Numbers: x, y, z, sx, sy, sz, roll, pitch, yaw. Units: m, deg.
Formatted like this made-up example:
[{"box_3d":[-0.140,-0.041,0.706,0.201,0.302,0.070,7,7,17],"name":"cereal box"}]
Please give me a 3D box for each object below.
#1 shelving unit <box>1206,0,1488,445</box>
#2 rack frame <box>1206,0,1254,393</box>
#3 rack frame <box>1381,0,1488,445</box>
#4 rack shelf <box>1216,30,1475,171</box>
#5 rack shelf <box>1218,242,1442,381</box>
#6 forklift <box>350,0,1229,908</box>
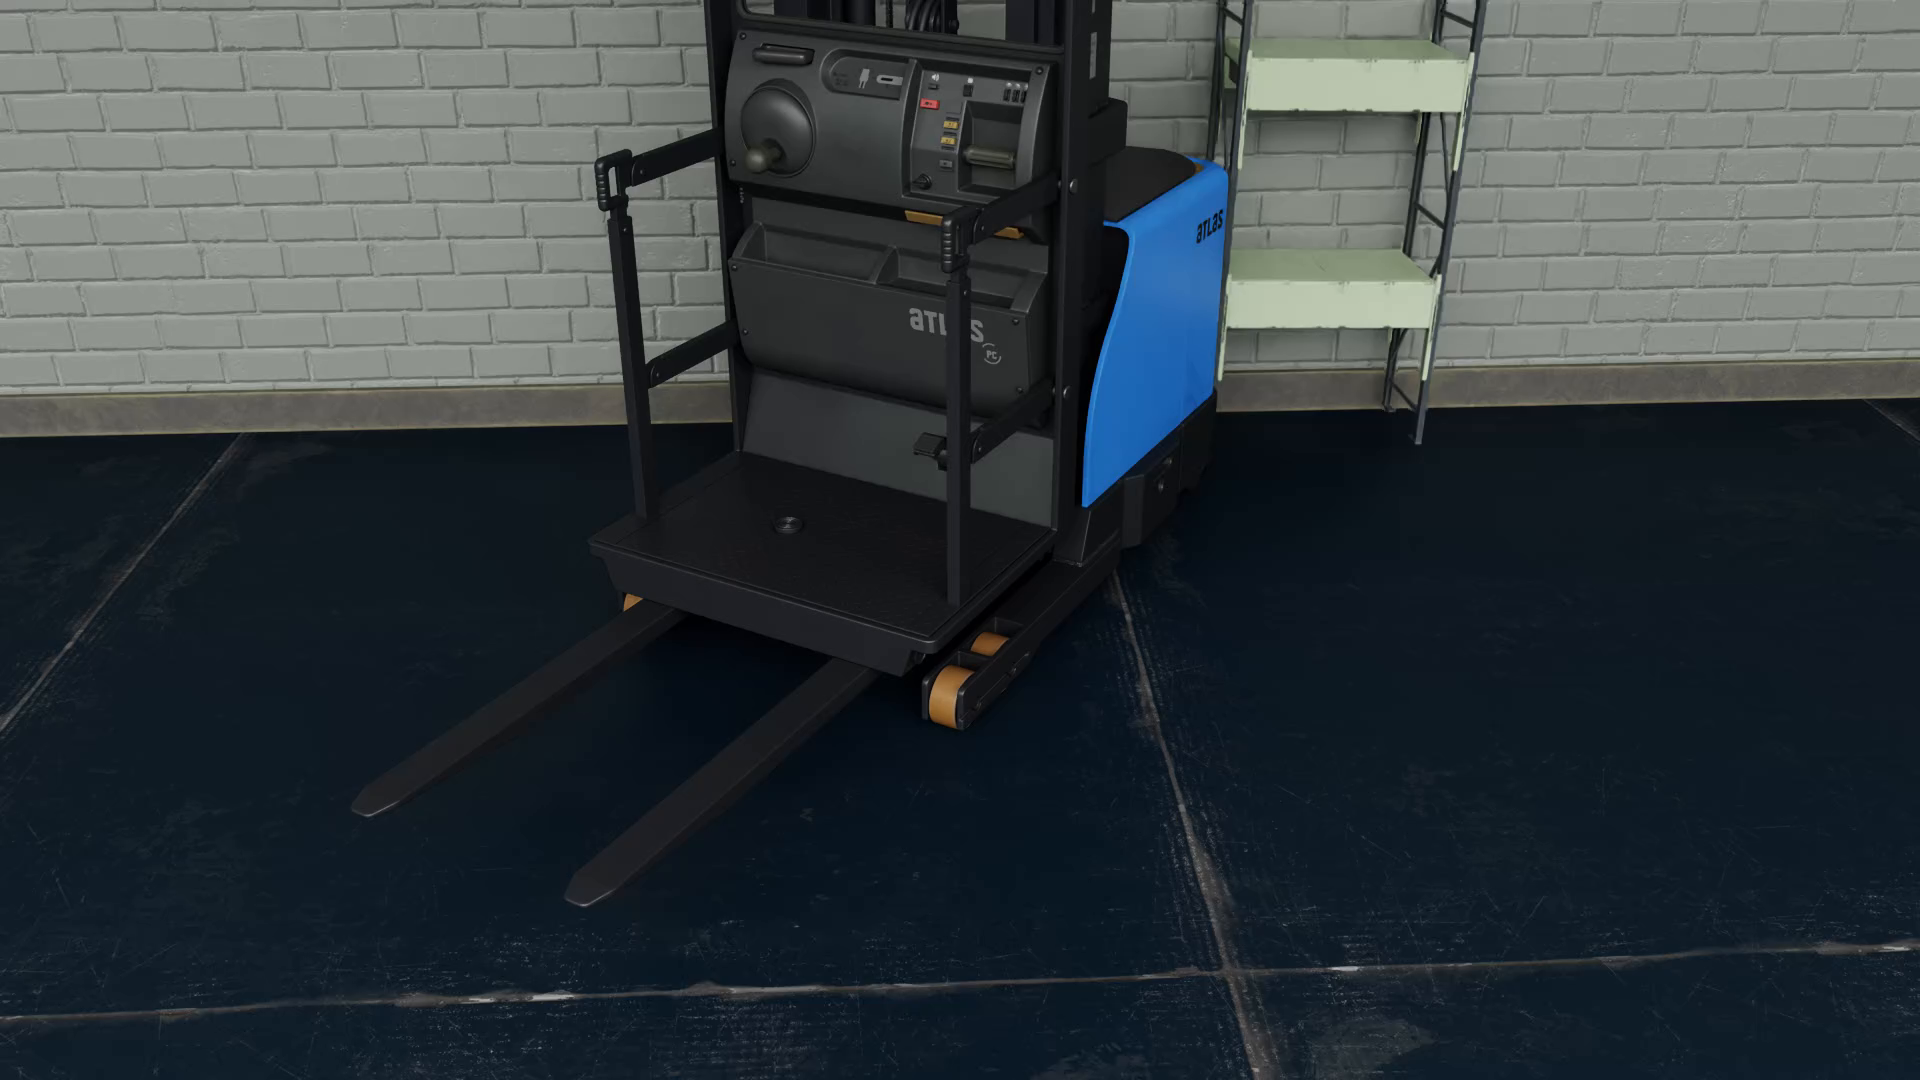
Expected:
[{"box_3d":[1.227,-1.090,5.607,0.755,1.500,0.431,0,26,-4],"name":"shelving unit"},{"box_3d":[0.862,-1.087,5.583,0.023,1.500,0.400,0,26,-4],"name":"rack frame"},{"box_3d":[1.593,-1.093,5.631,0.023,1.500,0.400,0,26,-4],"name":"rack frame"},{"box_3d":[1.235,-1.442,5.439,0.720,0.370,0.431,0,26,-4],"name":"rack shelf"},{"box_3d":[1.221,-0.795,5.747,0.720,0.370,0.431,0,26,-4],"name":"rack shelf"},{"box_3d":[-0.305,-1.048,4.090,1.130,2.935,3.031,15,31,26],"name":"forklift"}]
